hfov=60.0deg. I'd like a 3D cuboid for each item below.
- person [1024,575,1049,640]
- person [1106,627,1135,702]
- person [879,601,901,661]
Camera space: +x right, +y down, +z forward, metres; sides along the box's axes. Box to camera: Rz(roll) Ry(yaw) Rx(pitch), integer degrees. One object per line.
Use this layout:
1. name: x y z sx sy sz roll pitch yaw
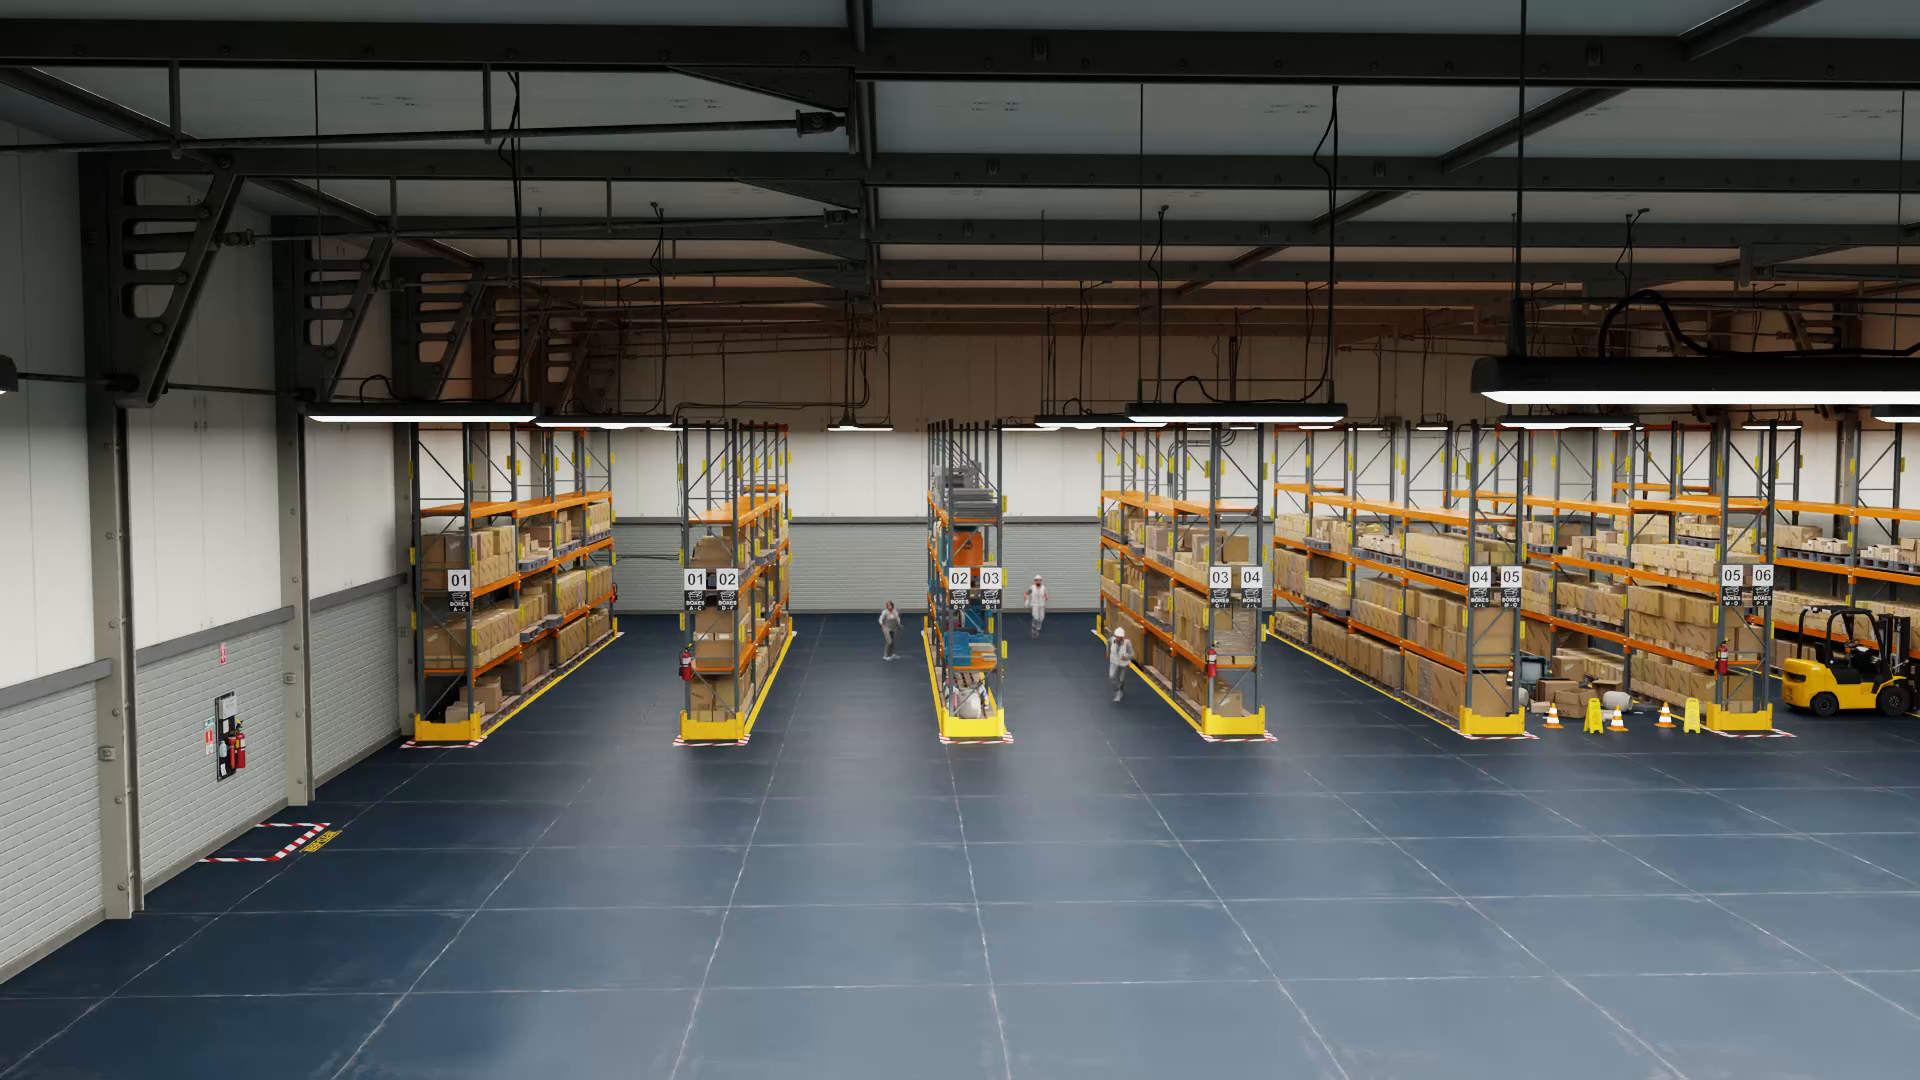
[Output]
1. person: 2.160 1.874 46.159 0.649 1.783 0.702 -1 4 -15
2. person: 3.436 2.626 35.603 0.673 1.593 1.099 1 4 13
3. person: -1.735 2.290 42.026 0.582 1.536 0.753 -3 4 -35
